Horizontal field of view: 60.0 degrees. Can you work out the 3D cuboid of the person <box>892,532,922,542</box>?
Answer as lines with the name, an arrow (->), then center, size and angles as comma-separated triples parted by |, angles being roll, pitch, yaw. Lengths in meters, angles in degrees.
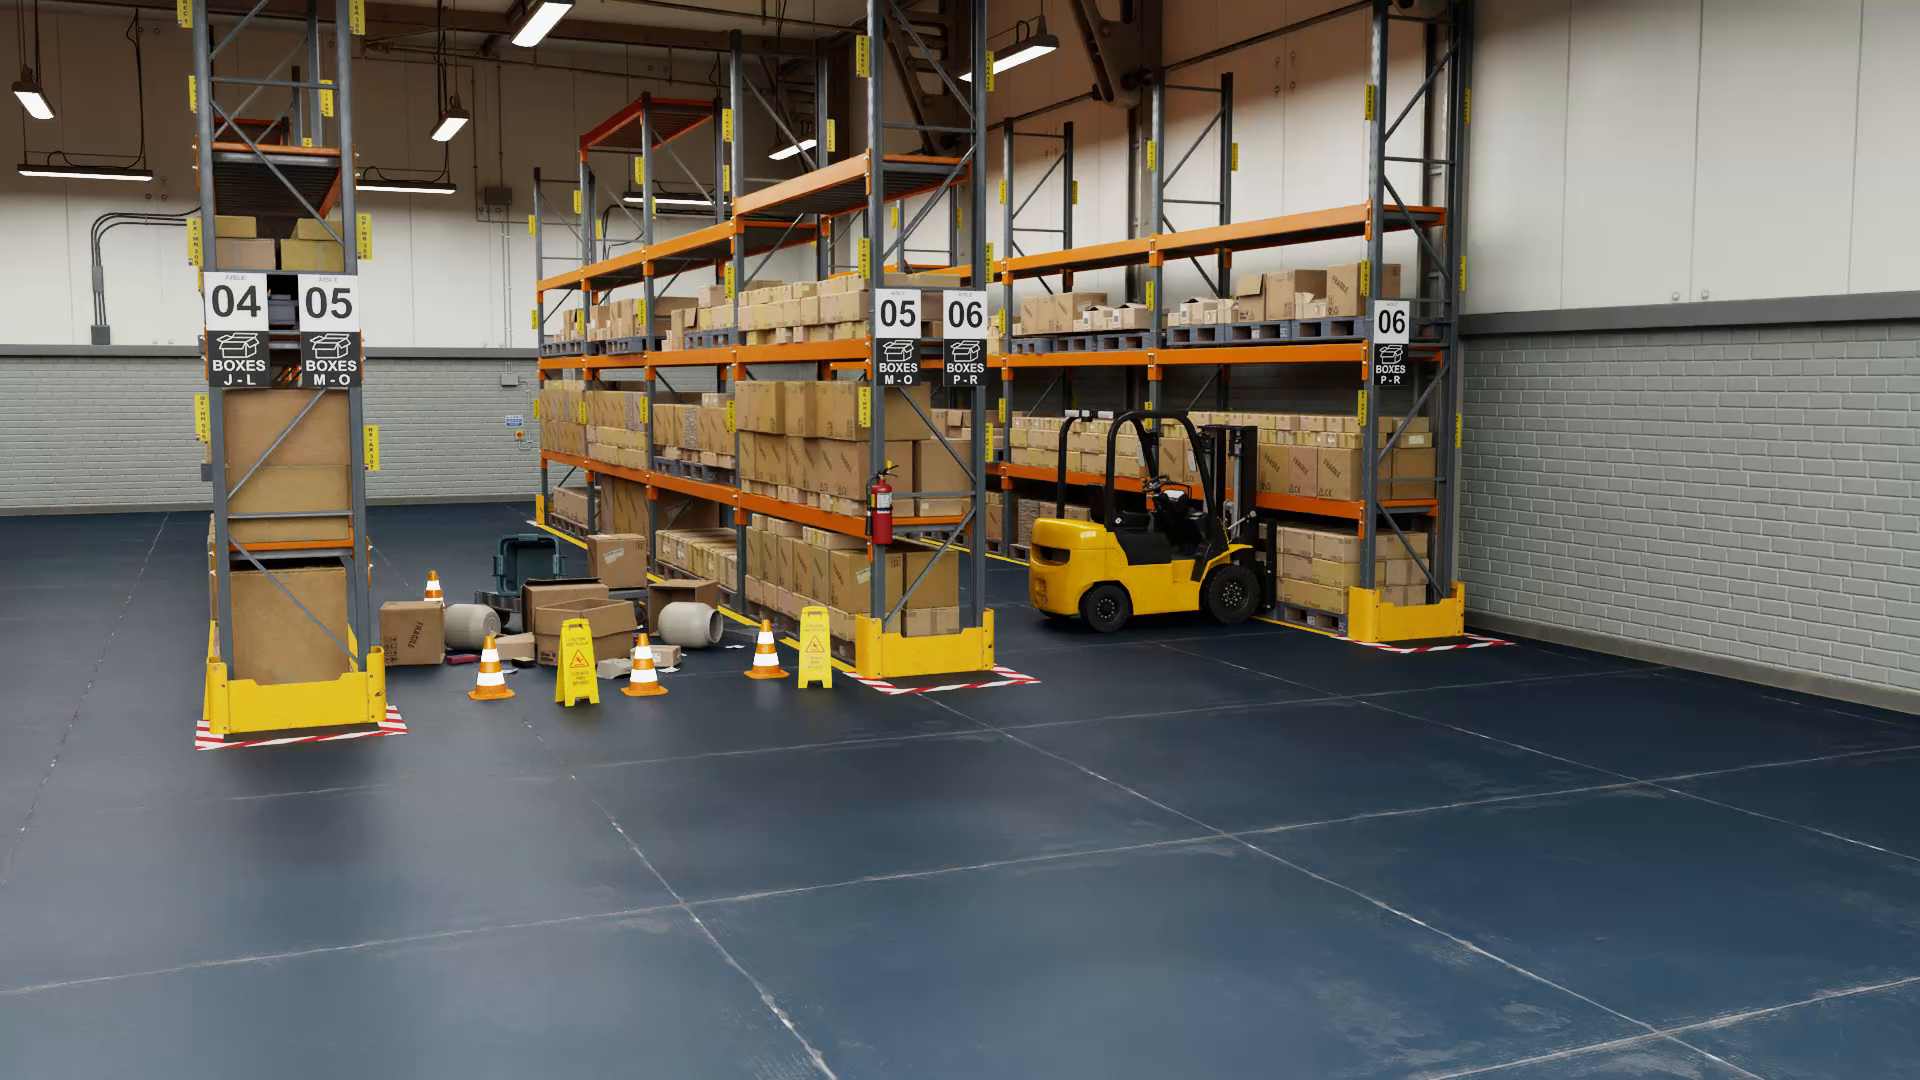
person -> -0.624, -0.141, 18.449 | 0.547, 1.663, 0.376 | -3, 6, -28
